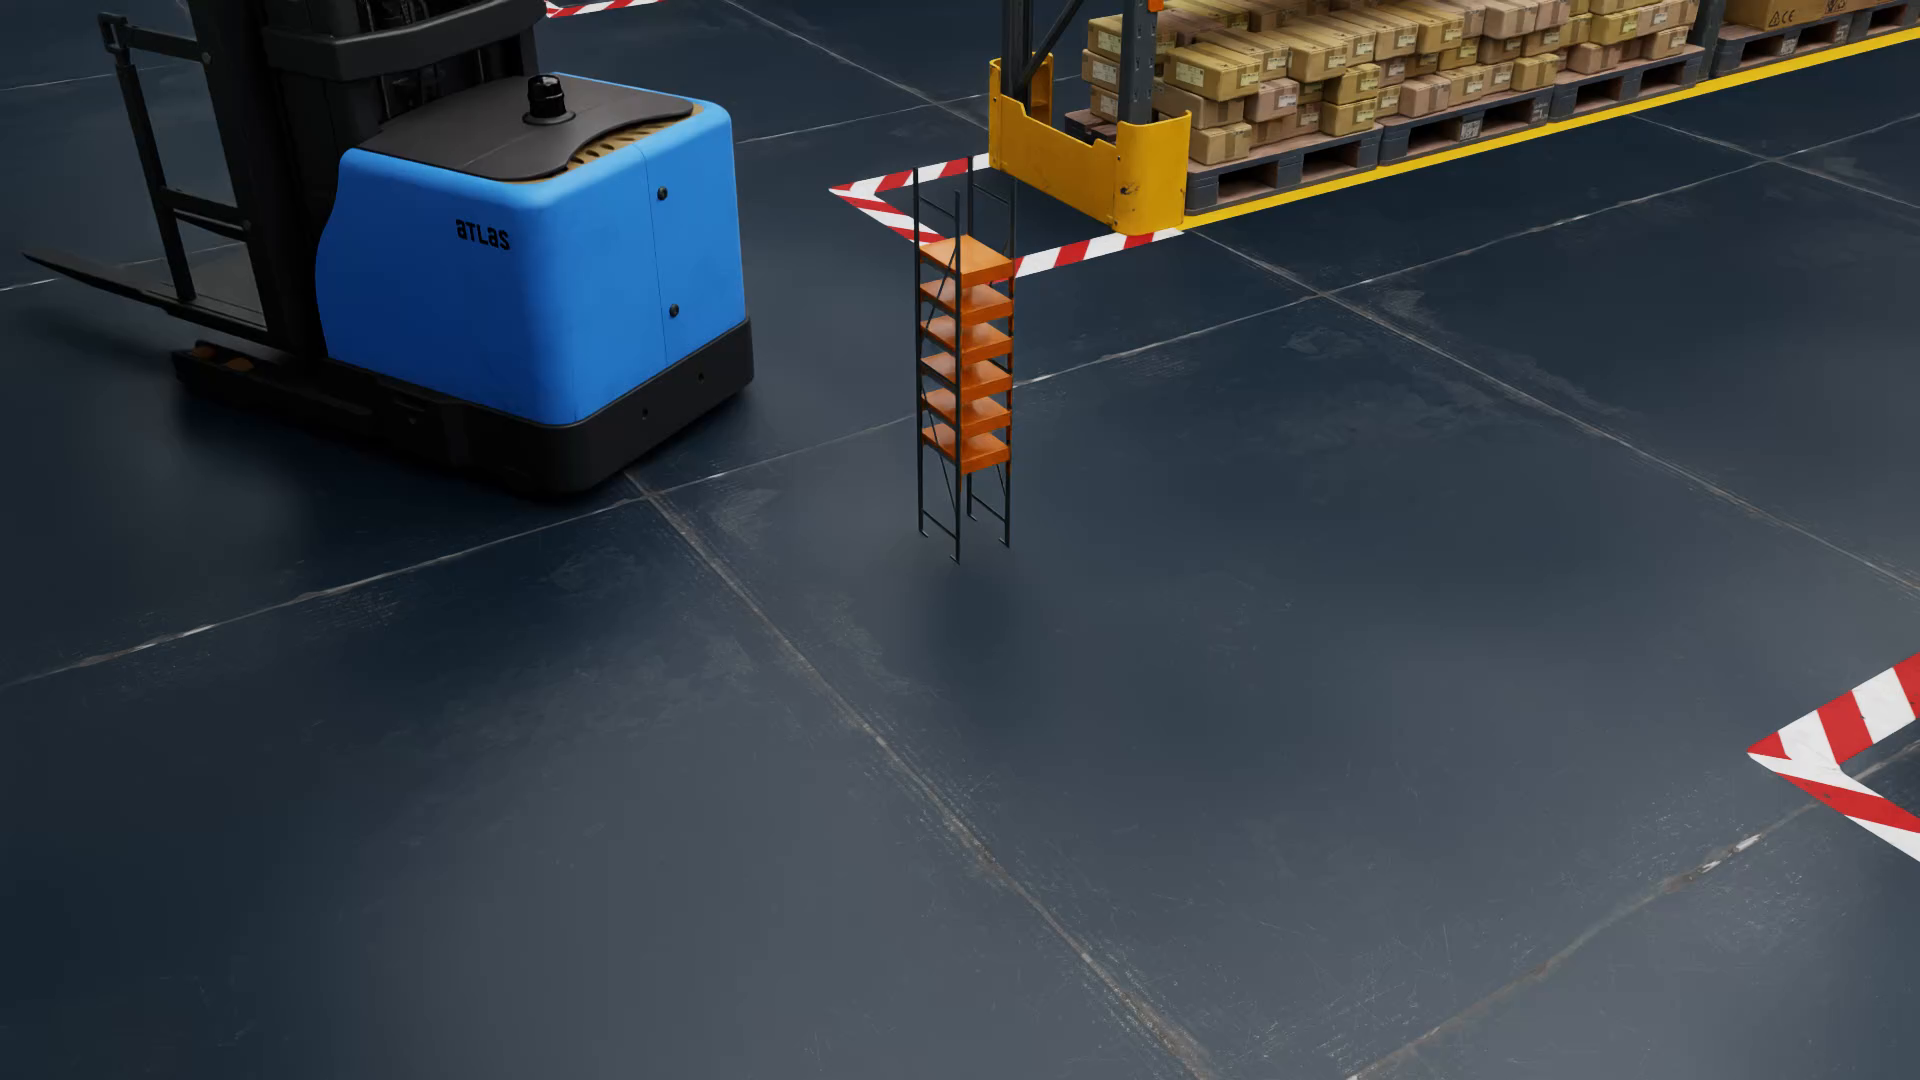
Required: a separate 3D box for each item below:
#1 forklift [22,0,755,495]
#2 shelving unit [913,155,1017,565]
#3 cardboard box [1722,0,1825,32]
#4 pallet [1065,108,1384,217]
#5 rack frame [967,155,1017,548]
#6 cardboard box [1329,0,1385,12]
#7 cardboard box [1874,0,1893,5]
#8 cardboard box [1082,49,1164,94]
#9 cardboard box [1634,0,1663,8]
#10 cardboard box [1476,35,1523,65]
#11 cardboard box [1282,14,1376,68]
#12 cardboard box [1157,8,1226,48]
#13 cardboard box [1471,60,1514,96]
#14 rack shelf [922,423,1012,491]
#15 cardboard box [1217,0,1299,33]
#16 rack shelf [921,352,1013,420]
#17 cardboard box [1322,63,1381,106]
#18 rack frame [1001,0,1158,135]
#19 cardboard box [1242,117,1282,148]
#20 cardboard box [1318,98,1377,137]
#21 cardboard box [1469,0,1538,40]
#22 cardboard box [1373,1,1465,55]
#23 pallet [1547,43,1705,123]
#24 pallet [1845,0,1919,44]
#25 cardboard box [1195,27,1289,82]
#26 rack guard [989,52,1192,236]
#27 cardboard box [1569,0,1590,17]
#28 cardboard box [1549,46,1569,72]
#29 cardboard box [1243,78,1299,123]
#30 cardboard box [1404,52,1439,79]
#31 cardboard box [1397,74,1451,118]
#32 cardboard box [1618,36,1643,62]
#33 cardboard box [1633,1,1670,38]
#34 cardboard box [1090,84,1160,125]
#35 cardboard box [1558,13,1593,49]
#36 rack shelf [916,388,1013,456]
[{"bbox_3d":[-2.283,-1.955,5.602,3.031,2.935,1.130,17,36,25],"label":"forklift"},{"bbox_3d":[0.012,-0.512,4.937,0.189,1.200,0.258,-19,37,-27],"label":"shelving unit"},{"bbox_3d":[4.640,-3.266,9.566,0.500,0.500,0.500,-17,36,-25],"label":"cardboard box"},{"bbox_3d":[1.279,-1.957,8.154,1.213,0.211,1.003,-19,37,-27],"label":"pallet"},{"bbox_3d":[0.089,-0.538,4.978,0.006,1.200,0.240,-19,37,-27],"label":"rack frame"},{"bbox_3d":[1.941,-2.739,8.502,0.250,0.149,0.380,-20,38,-29],"label":"cardboard box"},{"bbox_3d":[5.517,-3.578,10.059,0.500,0.500,0.500,-18,37,-26],"label":"cardboard box"},{"bbox_3d":[0.802,-2.273,8.042,0.250,0.149,0.380,-20,37,-29],"label":"cardboard box"},{"bbox_3d":[3.524,-2.964,8.857,0.250,0.149,0.380,-18,37,-27],"label":"cardboard box"},{"bbox_3d":[2.643,-2.567,8.507,0.250,0.149,0.380,-21,38,-29],"label":"cardboard box"},{"bbox_3d":[1.749,-2.375,7.925,0.250,0.149,0.380,-21,38,-30],"label":"cardboard box"},{"bbox_3d":[1.063,-2.432,8.015,0.250,0.149,0.380,-18,37,-26],"label":"cardboard box"},{"bbox_3d":[2.605,-2.413,8.542,0.250,0.149,0.380,-18,37,-26],"label":"cardboard box"},{"bbox_3d":[0.012,-0.271,5.088,0.180,0.103,0.258,-19,37,-27],"label":"rack shelf"},{"bbox_3d":[1.464,-2.610,8.297,0.250,0.149,0.380,-21,38,-29],"label":"cardboard box"},{"bbox_3d":[0.012,-0.474,4.960,0.180,0.103,0.258,-19,37,-27],"label":"rack shelf"},{"bbox_3d":[1.786,-2.219,7.956,0.250,0.149,0.380,-18,36,-26],"label":"cardboard box"},{"bbox_3d":[0.513,-2.895,7.028,0.127,3.000,1.000,-19,37,-27],"label":"rack frame"},{"bbox_3d":[1.303,-1.987,7.867,0.250,0.149,0.380,-19,37,-27],"label":"cardboard box"},{"bbox_3d":[1.782,-2.087,8.025,0.250,0.149,0.380,-18,37,-27],"label":"cardboard box"},{"bbox_3d":[2.661,-2.645,8.353,0.250,0.149,0.380,-20,38,-29],"label":"cardboard box"},{"bbox_3d":[2.233,-2.507,8.134,0.250,0.149,0.380,-18,37,-27],"label":"cardboard box"},{"bbox_3d":[3.330,-2.662,9.272,1.213,0.211,1.003,-19,37,-27],"label":"pallet"},{"bbox_3d":[5.555,-3.452,10.525,1.213,0.211,1.003,-19,37,-27],"label":"pallet"},{"bbox_3d":[1.304,-2.251,7.728,0.250,0.149,0.380,-18,37,-26],"label":"cardboard box"},{"bbox_3d":[0.577,-1.860,7.730,0.348,0.500,1.175,-19,37,-27],"label":"rack guard"},{"bbox_3d":[3.058,-2.848,8.675,0.250,0.149,0.380,-18,36,-26],"label":"cardboard box"},{"bbox_3d":[2.992,-2.592,8.827,0.250,0.149,0.380,-20,37,-28],"label":"cardboard box"},{"bbox_3d":[1.353,-2.083,7.740,0.250,0.149,0.380,-19,37,-27],"label":"cardboard box"},{"bbox_3d":[2.163,-2.435,8.298,0.250,0.149,0.380,-17,36,-25],"label":"cardboard box"},{"bbox_3d":[2.201,-2.236,8.262,0.250,0.149,0.380,-21,38,-30],"label":"cardboard box"},{"bbox_3d":[3.466,-2.719,9.028,0.250,0.149,0.380,-18,36,-26],"label":"cardboard box"},{"bbox_3d":[3.562,-2.832,8.927,0.250,0.149,0.380,-21,38,-29],"label":"cardboard box"},{"bbox_3d":[0.843,-2.113,8.066,0.250,0.149,0.380,-18,37,-26],"label":"cardboard box"},{"bbox_3d":[3.082,-2.718,8.746,0.250,0.149,0.380,-19,37,-27],"label":"cardboard box"},{"bbox_3d":[0.012,-0.373,5.024,0.180,0.103,0.258,-19,37,-27],"label":"rack shelf"}]
